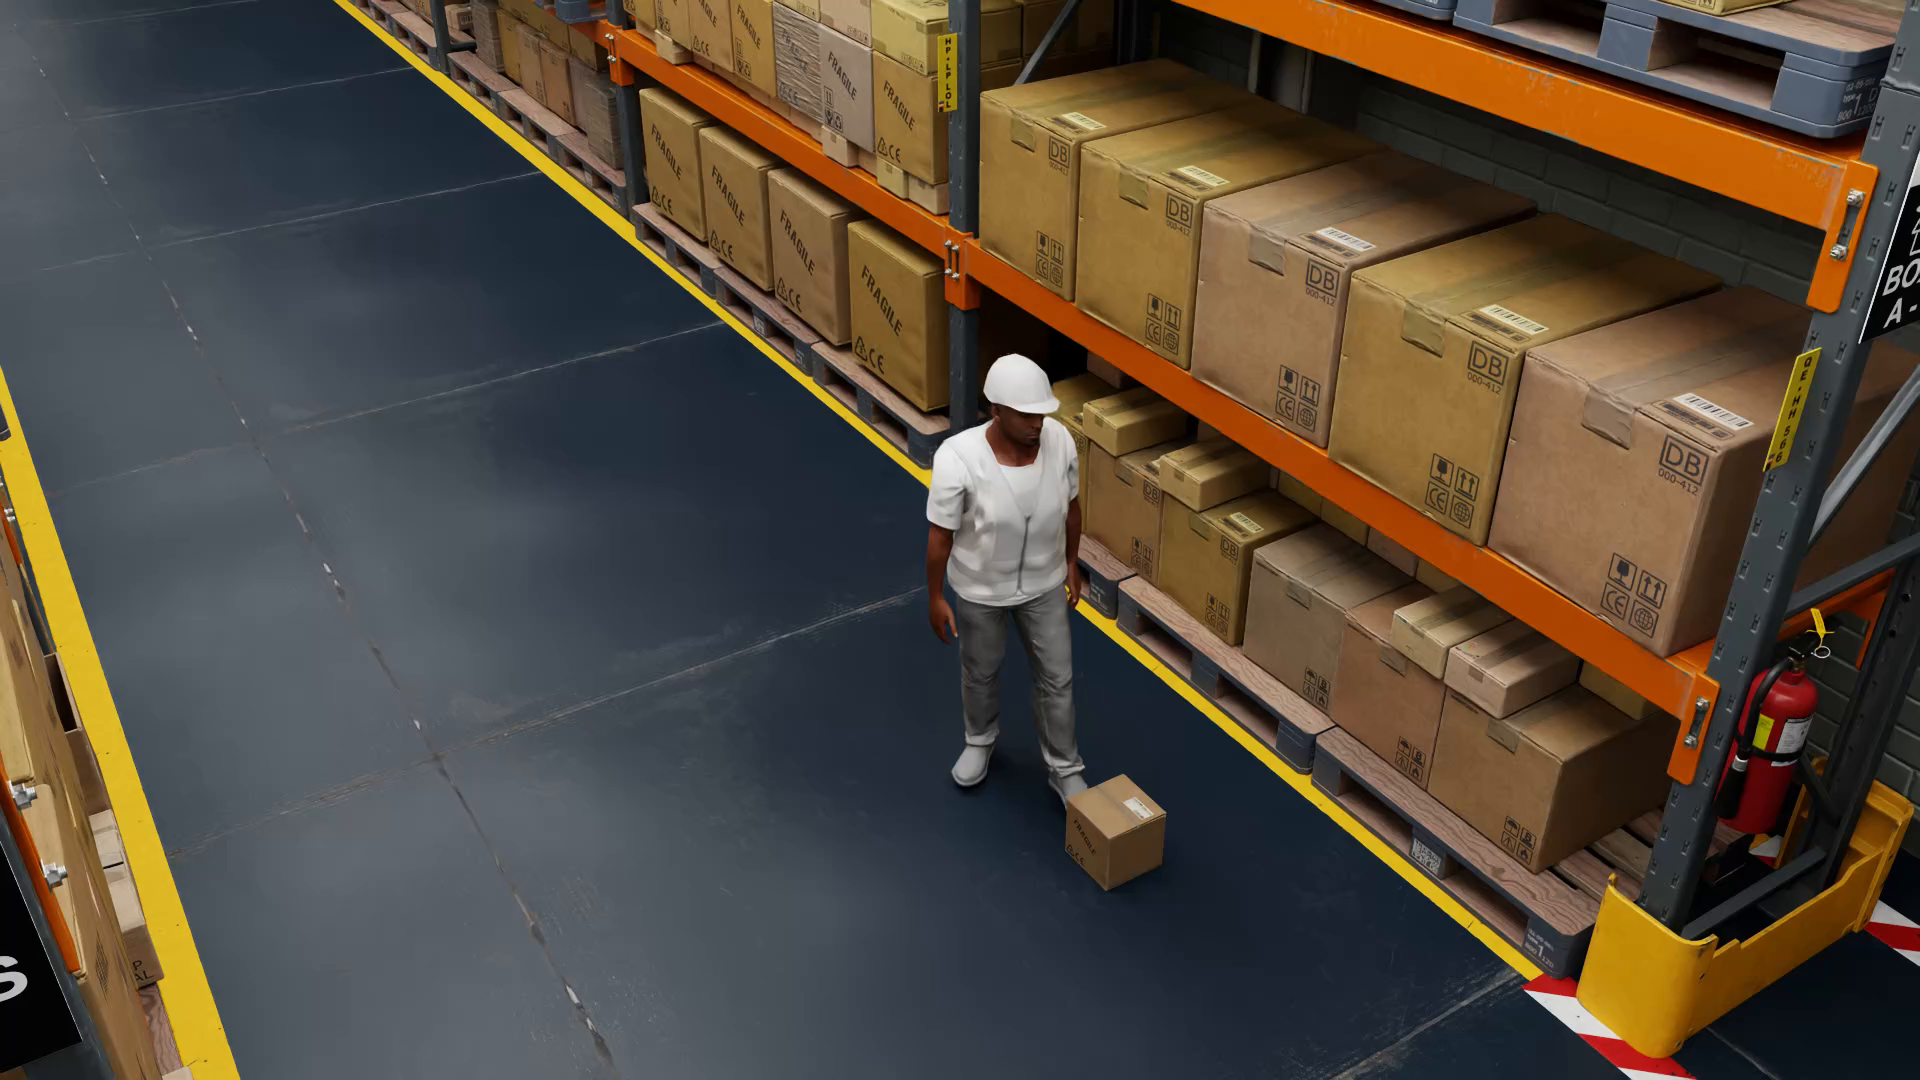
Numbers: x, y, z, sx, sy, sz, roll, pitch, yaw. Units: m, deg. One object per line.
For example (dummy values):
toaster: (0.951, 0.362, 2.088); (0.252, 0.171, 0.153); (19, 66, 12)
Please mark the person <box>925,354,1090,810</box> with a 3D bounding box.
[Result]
person: (0.188, 0.187, 5.799); (0.592, 1.758, 0.600); (-9, 33, -13)
